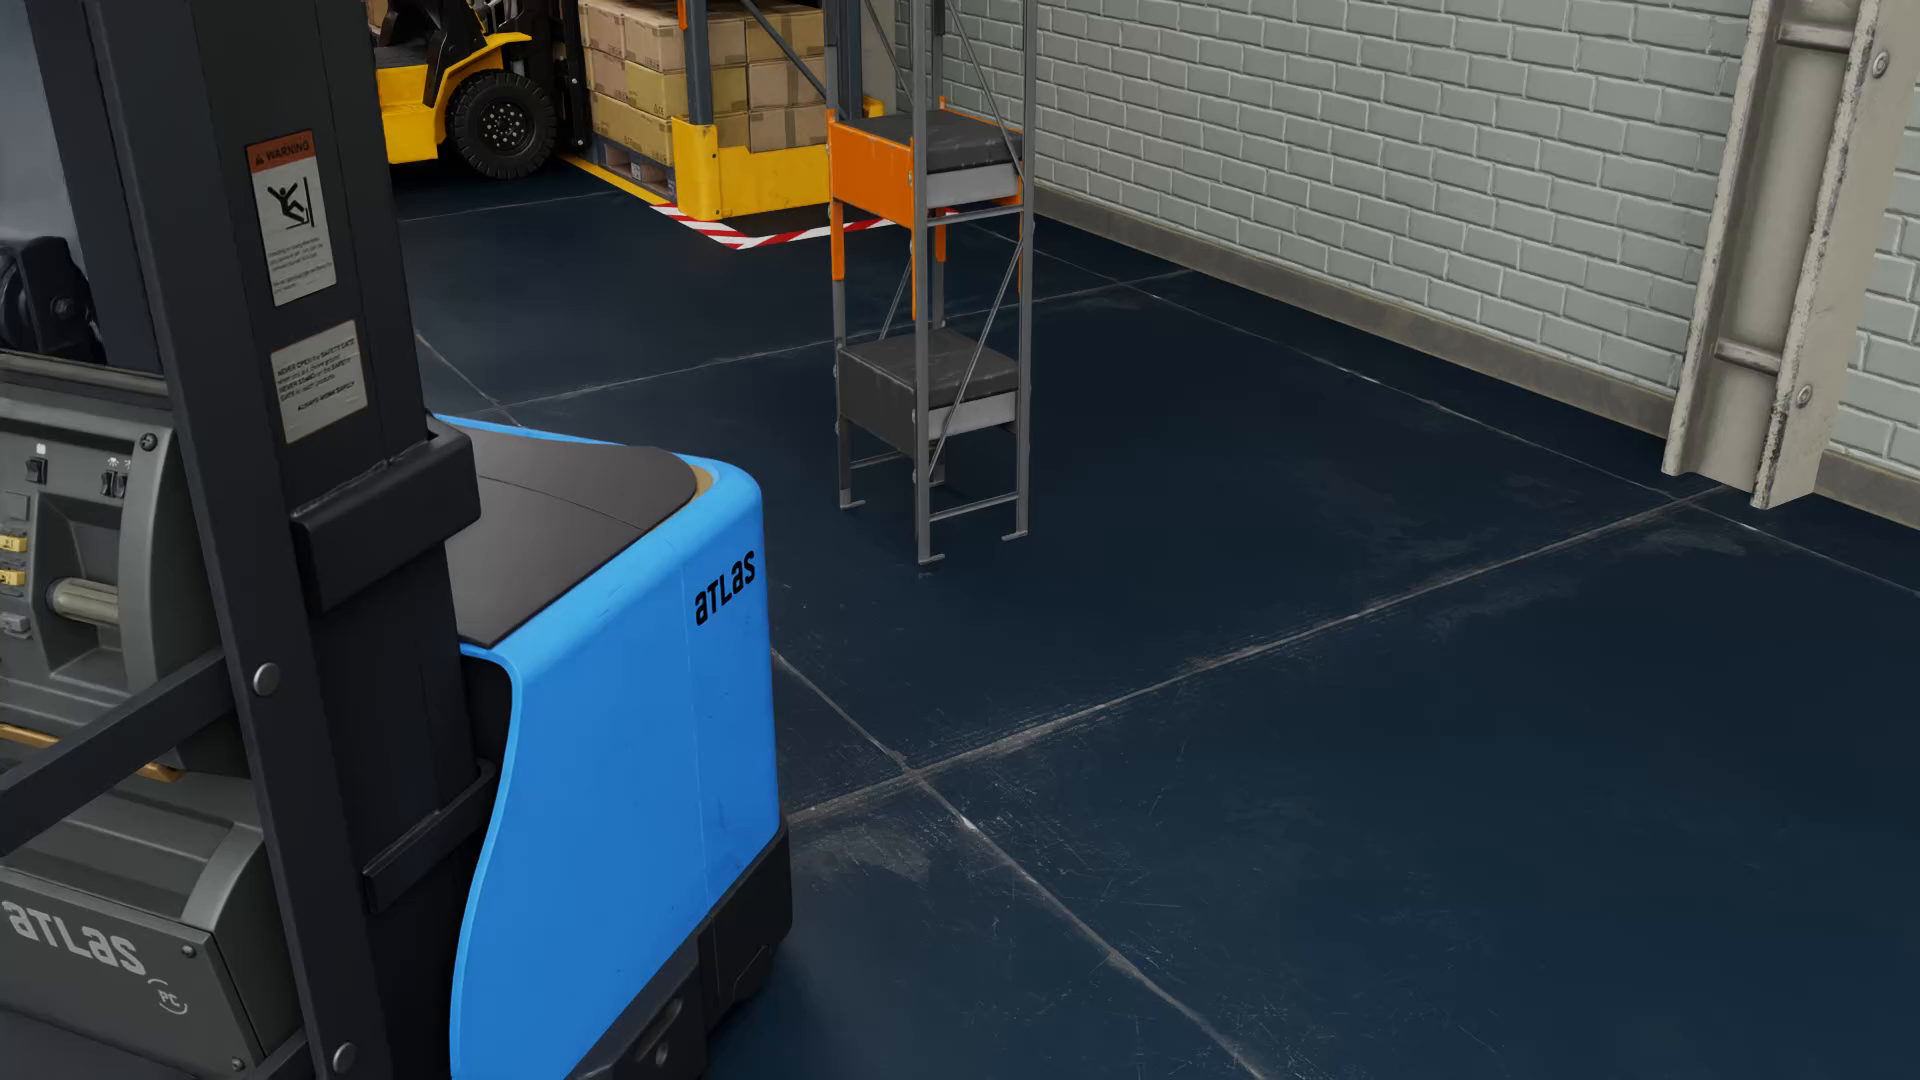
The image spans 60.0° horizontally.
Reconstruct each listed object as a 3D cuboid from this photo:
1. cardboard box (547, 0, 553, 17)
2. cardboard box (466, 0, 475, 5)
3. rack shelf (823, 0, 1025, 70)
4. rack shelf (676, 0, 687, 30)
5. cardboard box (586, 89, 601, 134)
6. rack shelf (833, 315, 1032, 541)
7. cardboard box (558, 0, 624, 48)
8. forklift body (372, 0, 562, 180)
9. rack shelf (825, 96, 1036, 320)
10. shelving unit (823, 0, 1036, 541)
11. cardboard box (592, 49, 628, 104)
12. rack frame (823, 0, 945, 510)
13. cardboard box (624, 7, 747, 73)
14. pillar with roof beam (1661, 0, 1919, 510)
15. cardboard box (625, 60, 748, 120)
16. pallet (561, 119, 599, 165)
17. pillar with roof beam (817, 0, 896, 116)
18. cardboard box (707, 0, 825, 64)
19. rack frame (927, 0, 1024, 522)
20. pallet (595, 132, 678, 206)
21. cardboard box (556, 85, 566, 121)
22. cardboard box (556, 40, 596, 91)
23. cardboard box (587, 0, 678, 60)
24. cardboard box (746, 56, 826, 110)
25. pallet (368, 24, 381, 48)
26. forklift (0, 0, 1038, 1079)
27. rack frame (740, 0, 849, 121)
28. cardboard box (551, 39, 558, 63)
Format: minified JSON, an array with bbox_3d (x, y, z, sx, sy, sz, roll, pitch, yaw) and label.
[{"bbox_3d":[-2.341,-3.281,10.244,0.500,0.250,0.500,-16,30,-31],"label":"cardboard box"},{"bbox_3d":[-3.173,-3.831,11.410,0.500,0.250,0.500,-16,30,-30],"label":"cardboard box"},{"bbox_3d":[-0.090,-1.629,4.634,0.431,0.518,0.480,-16,29,-30],"label":"rack shelf"},{"bbox_3d":[-2.083,-3.638,10.285,1.077,0.370,4.000,-16,29,-30],"label":"rack shelf"},{"bbox_3d":[-2.041,-2.650,10.079,0.500,0.250,0.500,-15,29,-29],"label":"cardboard box"},{"bbox_3d":[-0.090,-0.363,5.232,0.431,0.518,0.480,-16,29,-30],"label":"rack shelf"},{"bbox_3d":[-2.071,-3.098,9.857,0.500,0.250,0.500,-15,29,-29],"label":"cardboard box"},{"bbox_3d":[-3.555,-3.117,9.334,2.313,2.155,1.214,-16,29,-30],"label":"forklift body"},{"bbox_3d":[-0.090,-0.996,4.933,0.431,0.518,0.480,-16,29,-30],"label":"rack shelf"},{"bbox_3d":[-0.092,-1.010,4.929,0.431,2.100,0.499,-16,29,-30],"label":"shelving unit"},{"bbox_3d":[-1.783,-2.704,9.607,0.500,0.250,0.500,-16,30,-30],"label":"cardboard box"},{"bbox_3d":[-0.224,-1.096,5.112,0.400,2.100,0.015,-16,29,-30],"label":"rack frame"},{"bbox_3d":[-1.504,-2.739,9.095,0.500,0.250,0.500,-14,29,-28],"label":"cardboard box"},{"bbox_3d":[-0.947,-3.271,1.637,9.100,9.000,0.400,-16,29,-30],"label":"pillar with roof beam"},{"bbox_3d":[-1.519,-2.522,9.222,0.500,0.250,0.500,-16,30,-30],"label":"cardboard box"},{"bbox_3d":[-2.105,-2.687,10.694,1.003,0.211,1.213,-16,29,-30],"label":"pallet"},{"bbox_3d":[-4.223,-5.417,6.183,9.100,9.000,0.400,-16,29,-30],"label":"pillar with roof beam"},{"bbox_3d":[-1.095,-2.863,9.358,0.500,0.250,0.500,-16,30,-30],"label":"cardboard box"},{"bbox_3d":[0.044,-0.922,4.743,0.380,1.831,0.006,-16,29,-30],"label":"rack frame"},{"bbox_3d":[-1.444,-2.251,9.771,1.003,0.211,1.213,-16,29,-30],"label":"pallet"},{"bbox_3d":[-2.344,-2.831,10.461,0.500,0.250,0.500,-15,29,-28],"label":"cardboard box"},{"bbox_3d":[-2.083,-2.883,9.988,0.500,0.250,0.500,-16,30,-31],"label":"cardboard box"},{"bbox_3d":[-1.787,-2.920,9.479,0.500,0.250,0.500,-15,29,-29],"label":"cardboard box"},{"bbox_3d":[-1.074,-2.637,9.466,0.500,0.250,0.500,-15,29,-29],"label":"cardboard box"},{"bbox_3d":[-4.280,-4.109,13.707,1.003,0.211,1.213,-16,29,-30],"label":"pallet"},{"bbox_3d":[-0.986,-0.388,2.638,1.130,2.935,5.060,10,27,20],"label":"forklift"},{"bbox_3d":[-0.994,-3.247,8.615,0.949,2.616,0.053,-16,29,-30],"label":"rack frame"},{"bbox_3d":[-2.353,-3.063,10.369,0.500,0.250,0.500,-16,29,-30],"label":"cardboard box"}]
